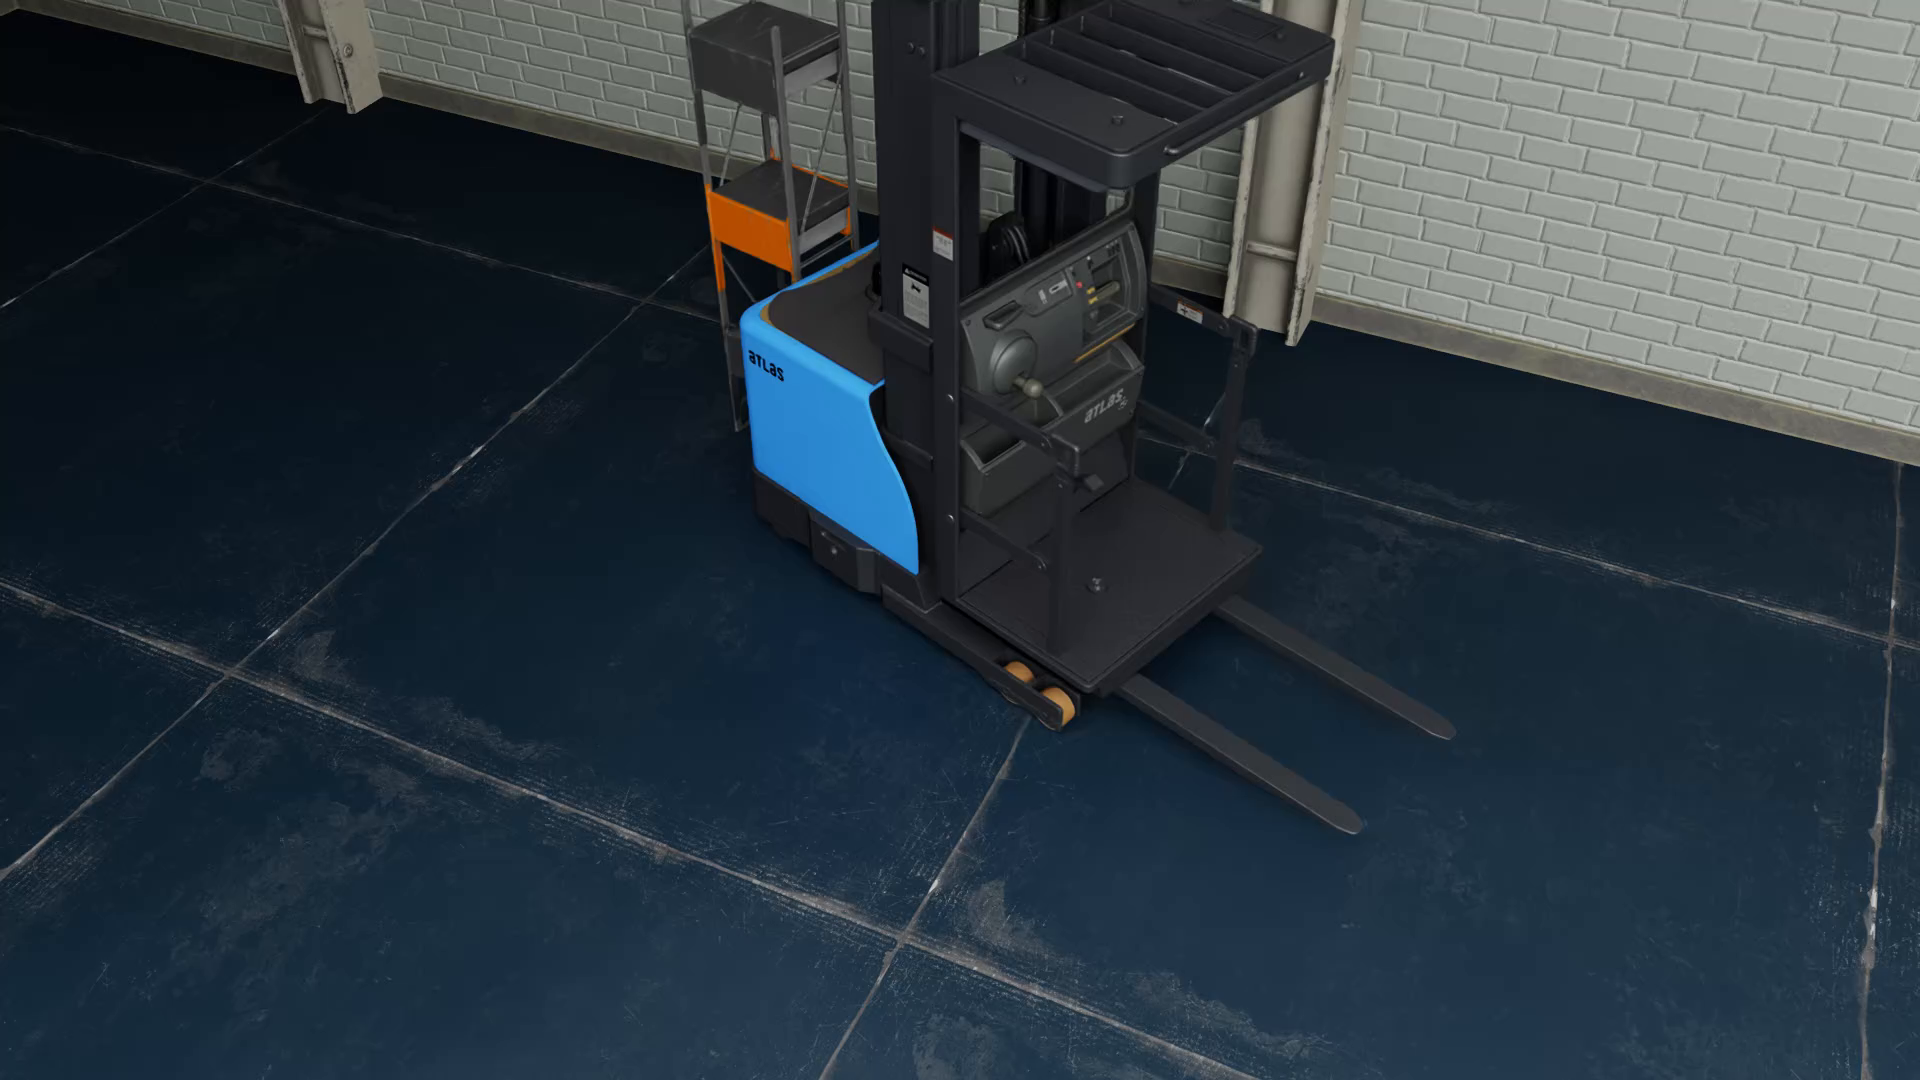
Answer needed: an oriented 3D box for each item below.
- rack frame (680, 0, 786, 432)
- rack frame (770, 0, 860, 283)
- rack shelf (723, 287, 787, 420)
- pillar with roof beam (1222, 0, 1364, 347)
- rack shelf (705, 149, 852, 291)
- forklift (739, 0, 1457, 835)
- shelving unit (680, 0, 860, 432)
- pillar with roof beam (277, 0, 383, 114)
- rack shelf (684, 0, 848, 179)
[{"bbox_3d":[-0.945,-1.414,7.277,0.015,2.100,0.400,27,48,29],"label":"rack frame"},{"bbox_3d":[-0.565,-1.220,7.039,0.015,2.100,0.400,27,48,29],"label":"rack frame"},{"bbox_3d":[-0.744,-0.772,7.619,0.480,0.518,0.431,27,48,29],"label":"rack shelf"},{"bbox_3d":[-0.248,-1.964,2.645,0.400,9.000,9.100,17,44,19],"label":"pillar with roof beam"},{"bbox_3d":[-0.755,-1.306,7.167,0.480,0.518,0.431,27,48,29],"label":"rack shelf"},{"bbox_3d":[0.505,-0.767,5.897,3.031,2.935,1.130,32,50,32],"label":"forklift"},{"bbox_3d":[-0.755,-1.317,7.158,0.503,2.100,0.431,27,48,29],"label":"shelving unit"},{"bbox_3d":[-5.685,-3.626,4.562,0.400,9.000,9.100,17,44,19],"label":"pillar with roof beam"},{"bbox_3d":[-0.766,-1.840,6.715,0.480,0.518,0.431,27,48,29],"label":"rack shelf"}]
